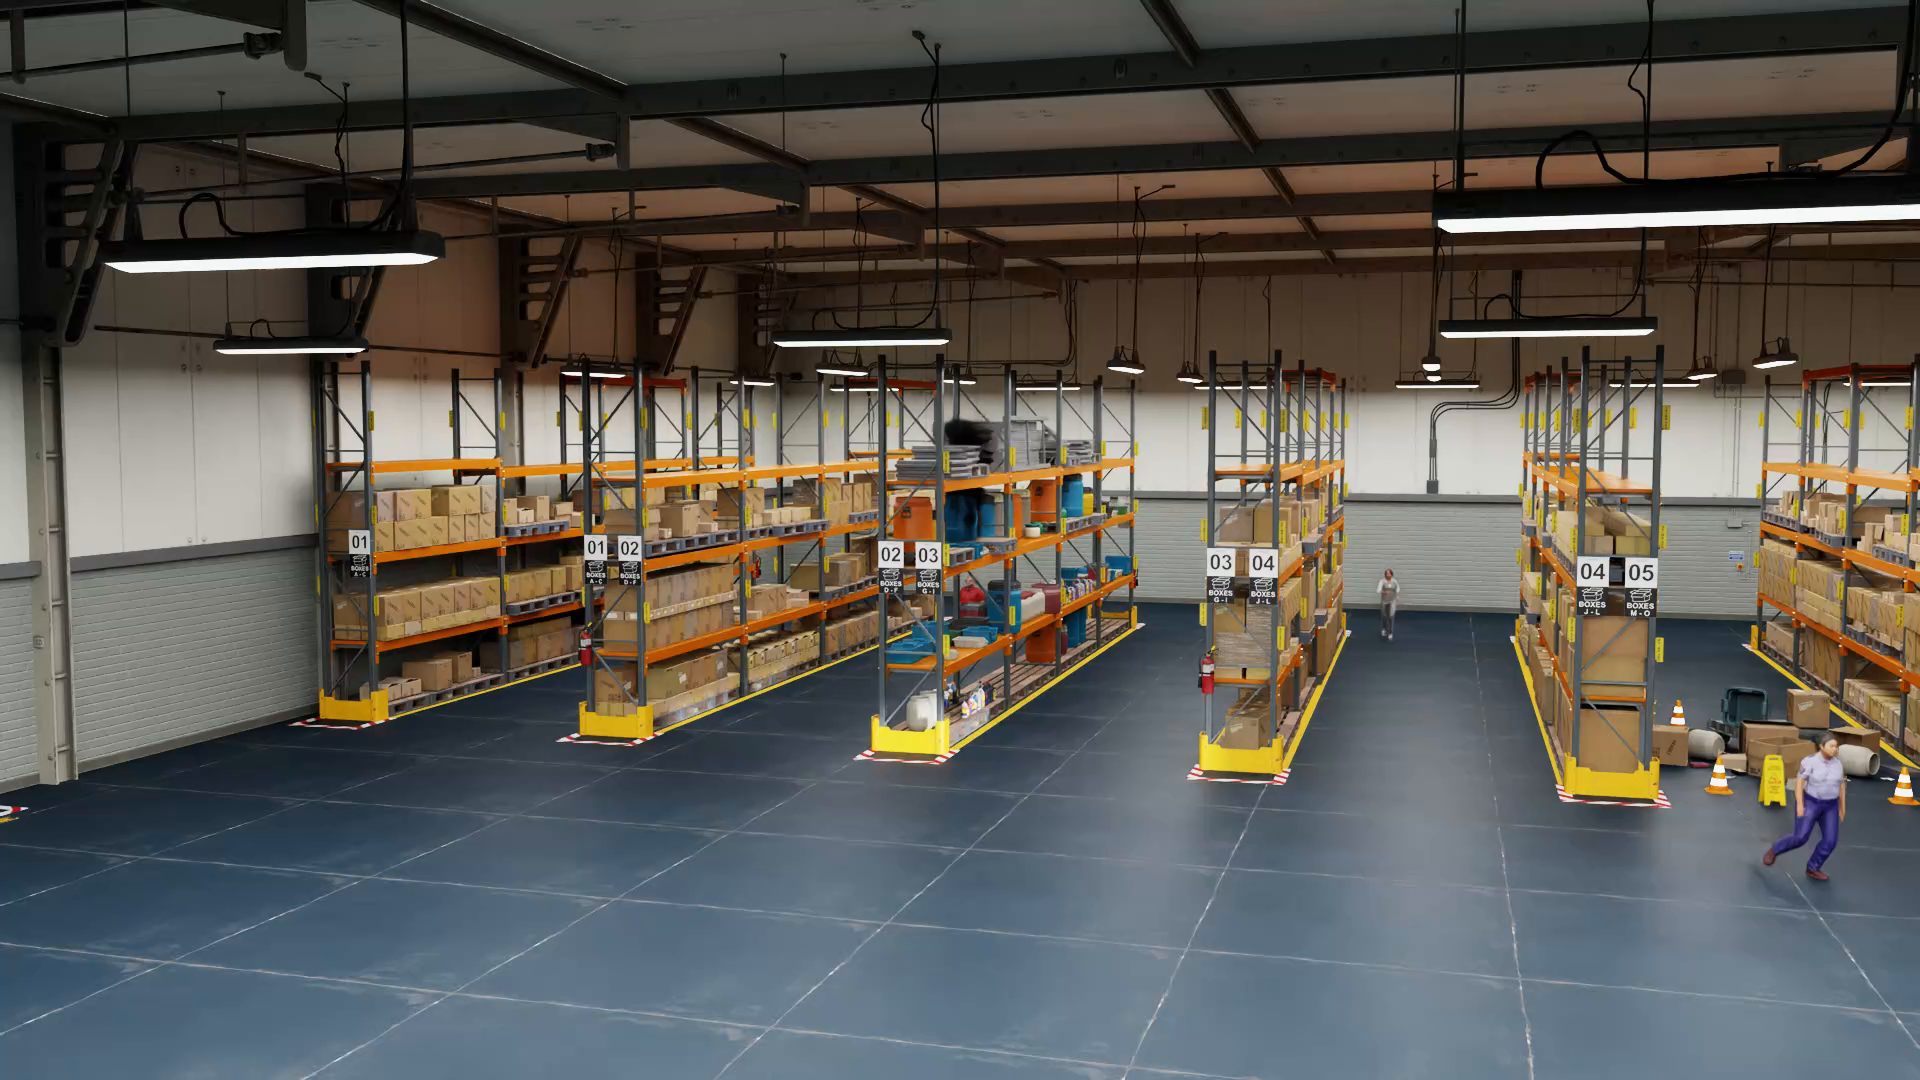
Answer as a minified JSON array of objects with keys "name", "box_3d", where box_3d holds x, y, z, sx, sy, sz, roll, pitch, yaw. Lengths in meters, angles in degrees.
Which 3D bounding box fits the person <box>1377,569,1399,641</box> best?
[{"name":"person","box_3d":[9.809,1.462,38.114,0.527,1.626,0.824,1,4,9]}]

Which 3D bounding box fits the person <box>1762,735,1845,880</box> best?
[{"name":"person","box_3d":[9.277,2.897,18.222,0.758,1.581,0.543,0,4,-3]}]

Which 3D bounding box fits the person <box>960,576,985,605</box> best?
[{"name":"person","box_3d":[0.228,1.643,34.945,0.646,1.792,0.803,1,4,18]}]
